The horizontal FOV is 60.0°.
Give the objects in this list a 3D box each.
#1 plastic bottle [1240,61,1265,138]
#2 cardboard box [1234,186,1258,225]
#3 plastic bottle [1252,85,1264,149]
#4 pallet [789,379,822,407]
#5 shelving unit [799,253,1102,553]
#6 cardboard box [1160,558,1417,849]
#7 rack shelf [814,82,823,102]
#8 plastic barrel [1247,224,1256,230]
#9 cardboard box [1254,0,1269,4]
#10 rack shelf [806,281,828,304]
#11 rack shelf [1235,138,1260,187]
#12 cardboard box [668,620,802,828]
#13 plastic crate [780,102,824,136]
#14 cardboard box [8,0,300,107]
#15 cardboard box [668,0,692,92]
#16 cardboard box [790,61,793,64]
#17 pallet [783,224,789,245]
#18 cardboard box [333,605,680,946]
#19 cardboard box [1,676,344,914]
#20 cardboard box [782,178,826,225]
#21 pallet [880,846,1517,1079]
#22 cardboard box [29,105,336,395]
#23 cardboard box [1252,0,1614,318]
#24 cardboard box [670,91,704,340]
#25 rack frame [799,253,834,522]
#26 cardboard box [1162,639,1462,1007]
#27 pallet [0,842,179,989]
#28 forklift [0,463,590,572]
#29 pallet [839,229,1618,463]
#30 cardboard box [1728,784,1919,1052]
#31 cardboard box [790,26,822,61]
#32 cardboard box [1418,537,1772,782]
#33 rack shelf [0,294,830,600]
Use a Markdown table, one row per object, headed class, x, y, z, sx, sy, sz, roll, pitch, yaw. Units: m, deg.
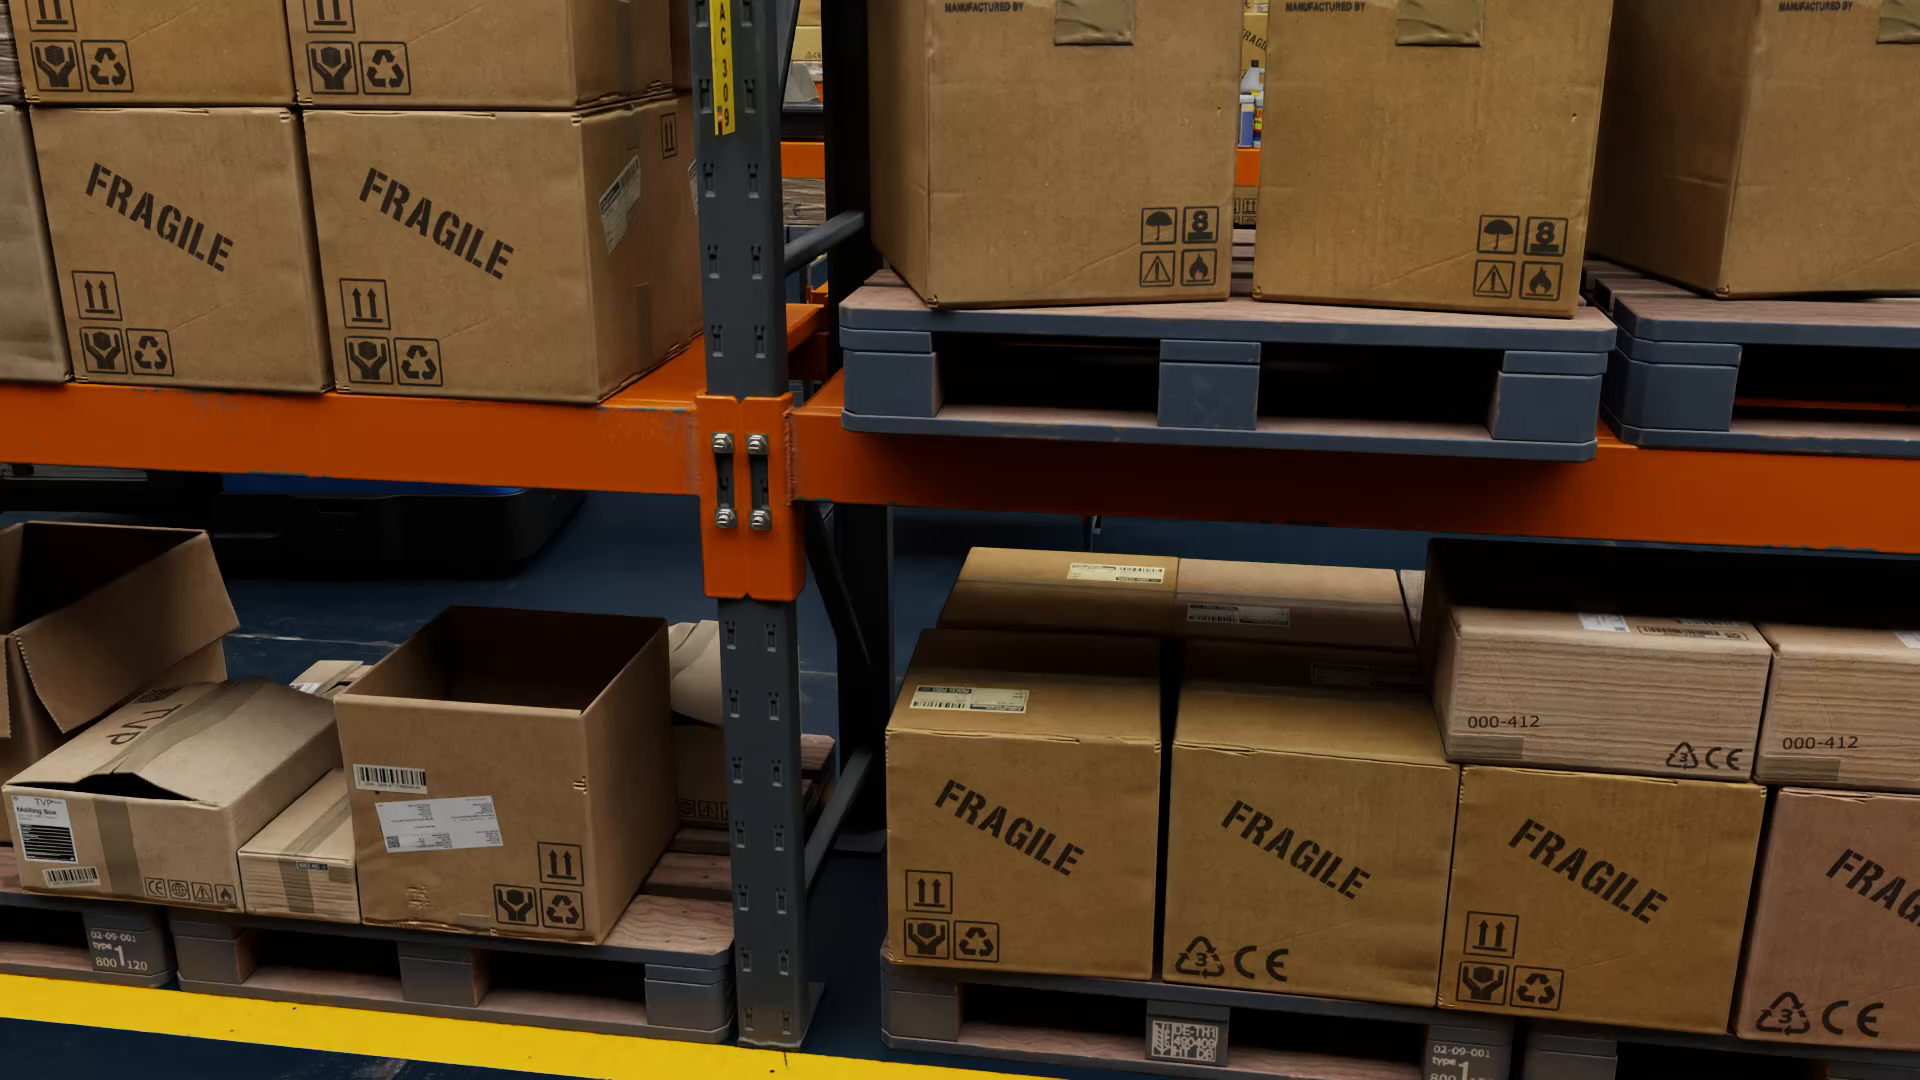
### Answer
| class | x | y | z | sx | sy | sz | roll | pitch | yaw |
| --- | --- | --- | --- | --- | --- | --- | --- | --- | --- |
| plastic bottle | 1.427 | -2.110 | 7.959 | 0.185 | 0.351 | 0.144 | 3 | 19 | 9 |
| cardboard box | 1.911 | -2.839 | 12.748 | 0.875 | 0.875 | 1.225 | 3 | 19 | 9 |
| plastic bottle | 1.358 | -1.885 | 7.413 | 0.097 | 0.271 | 0.097 | 0 | 18 | 0 |
| pallet | -0.242 | -0.824 | 8.434 | 1.213 | 0.211 | 1.003 | 3 | 19 | 9 |
| shelving unit | -0.007 | -0.534 | 6.126 | 1.048 | 1.125 | 0.538 | 3 | 19 | 9 |
| cardboard box | 0.720 | 0.369 | 3.719 | 0.500 | 0.500 | 0.500 | 3 | 19 | 9 |
| rack shelf | -0.699 | -3.433 | 12.970 | 4.000 | 0.370 | 1.077 | 3 | 19 | 9 |
| plastic barrel | 1.724 | -1.258 | 7.980 | 0.708 | 0.901 | 0.600 | 3 | 19 | 9 |
| cardboard box | 3.007 | -5.395 | 16.496 | 0.250 | 0.149 | 0.380 | 3 | 19 | 9 |
| rack shelf | -0.007 | -0.811 | 6.033 | 1.000 | 0.278 | 0.538 | 3 | 19 | 9 |
| rack shelf | 2.465 | -1.680 | 7.731 | 4.000 | 0.370 | 1.077 | 3 | 19 | 9 |
| cardboard box | -0.679 | 0.407 | 3.903 | 0.500 | 0.311 | 0.500 | 3 | 19 | 9 |
| plastic crate | -0.658 | -1.992 | 7.869 | 0.590 | 0.125 | 0.437 | 3 | 19 | 9 |
| cardboard box | -1.346 | -1.061 | 3.014 | 0.500 | 0.500 | 0.500 | 3 | 19 | 8 |
| cardboard box | -0.720 | -1.204 | 3.440 | 0.500 | 0.500 | 0.500 | 3 | 19 | 10 |
| cardboard box | -1.361 | -3.583 | 12.681 | 0.250 | 0.149 | 0.380 | 3 | 19 | 8 |
| pallet | -1.872 | -2.537 | 13.552 | 1.213 | 0.211 | 1.003 | 3 | 19 | 9 |
| cardboard box | -0.907 | 0.467 | 3.427 | 0.500 | 0.500 | 0.500 | 3 | 19 | 9 |
| cardboard box | -1.647 | 0.519 | 3.570 | 0.500 | 0.311 | 0.500 | 3 | 19 | 9 |
| cardboard box | -1.130 | -3.014 | 13.269 | 0.875 | 0.875 | 0.875 | 3 | 19 | 9 |
| pallet | 0.510 | 0.781 | 3.636 | 1.213 | 0.211 | 1.003 | 3 | 19 | 9 |
| cardboard box | -1.343 | -0.588 | 3.176 | 0.500 | 0.500 | 0.500 | 3 | 19 | 10 |
| cardboard box | 0.822 | -0.708 | 2.873 | 0.500 | 0.500 | 0.700 | 6 | 19 | 17 |
| cardboard box | -0.759 | -0.729 | 3.596 | 0.500 | 0.500 | 0.500 | 3 | 19 | 10 |
| rack frame | -0.509 | -0.559 | 6.202 | 0.032 | 1.125 | 0.500 | 3 | 19 | 9 |
| cardboard box | 0.668 | 0.531 | 3.236 | 0.500 | 0.500 | 0.500 | 3 | 19 | 9 |
| pallet | -2.185 | 0.657 | 4.008 | 1.213 | 0.211 | 1.003 | 3 | 19 | 9 |
| forklift | -3.010 | -1.431 | 5.962 | 3.031 | 2.935 | 1.130 | 1 | 19 | 2 |
| pallet | 0.472 | -0.405 | 3.088 | 1.213 | 0.211 | 1.003 | 3 | 19 | 9 |
| cardboard box | 1.660 | 0.584 | 3.078 | 0.500 | 0.500 | 0.500 | 2 | 19 | 7 |
| cardboard box | -1.233 | -3.786 | 12.657 | 0.500 | 0.250 | 0.500 | 2 | 19 | 7 |
| cardboard box | 1.127 | 0.202 | 3.037 | 0.500 | 0.250 | 0.500 | 3 | 19 | 9 |
| rack shelf | -2.274 | -0.330 | 3.695 | 4.000 | 0.370 | 1.077 | 3 | 19 | 9 |
